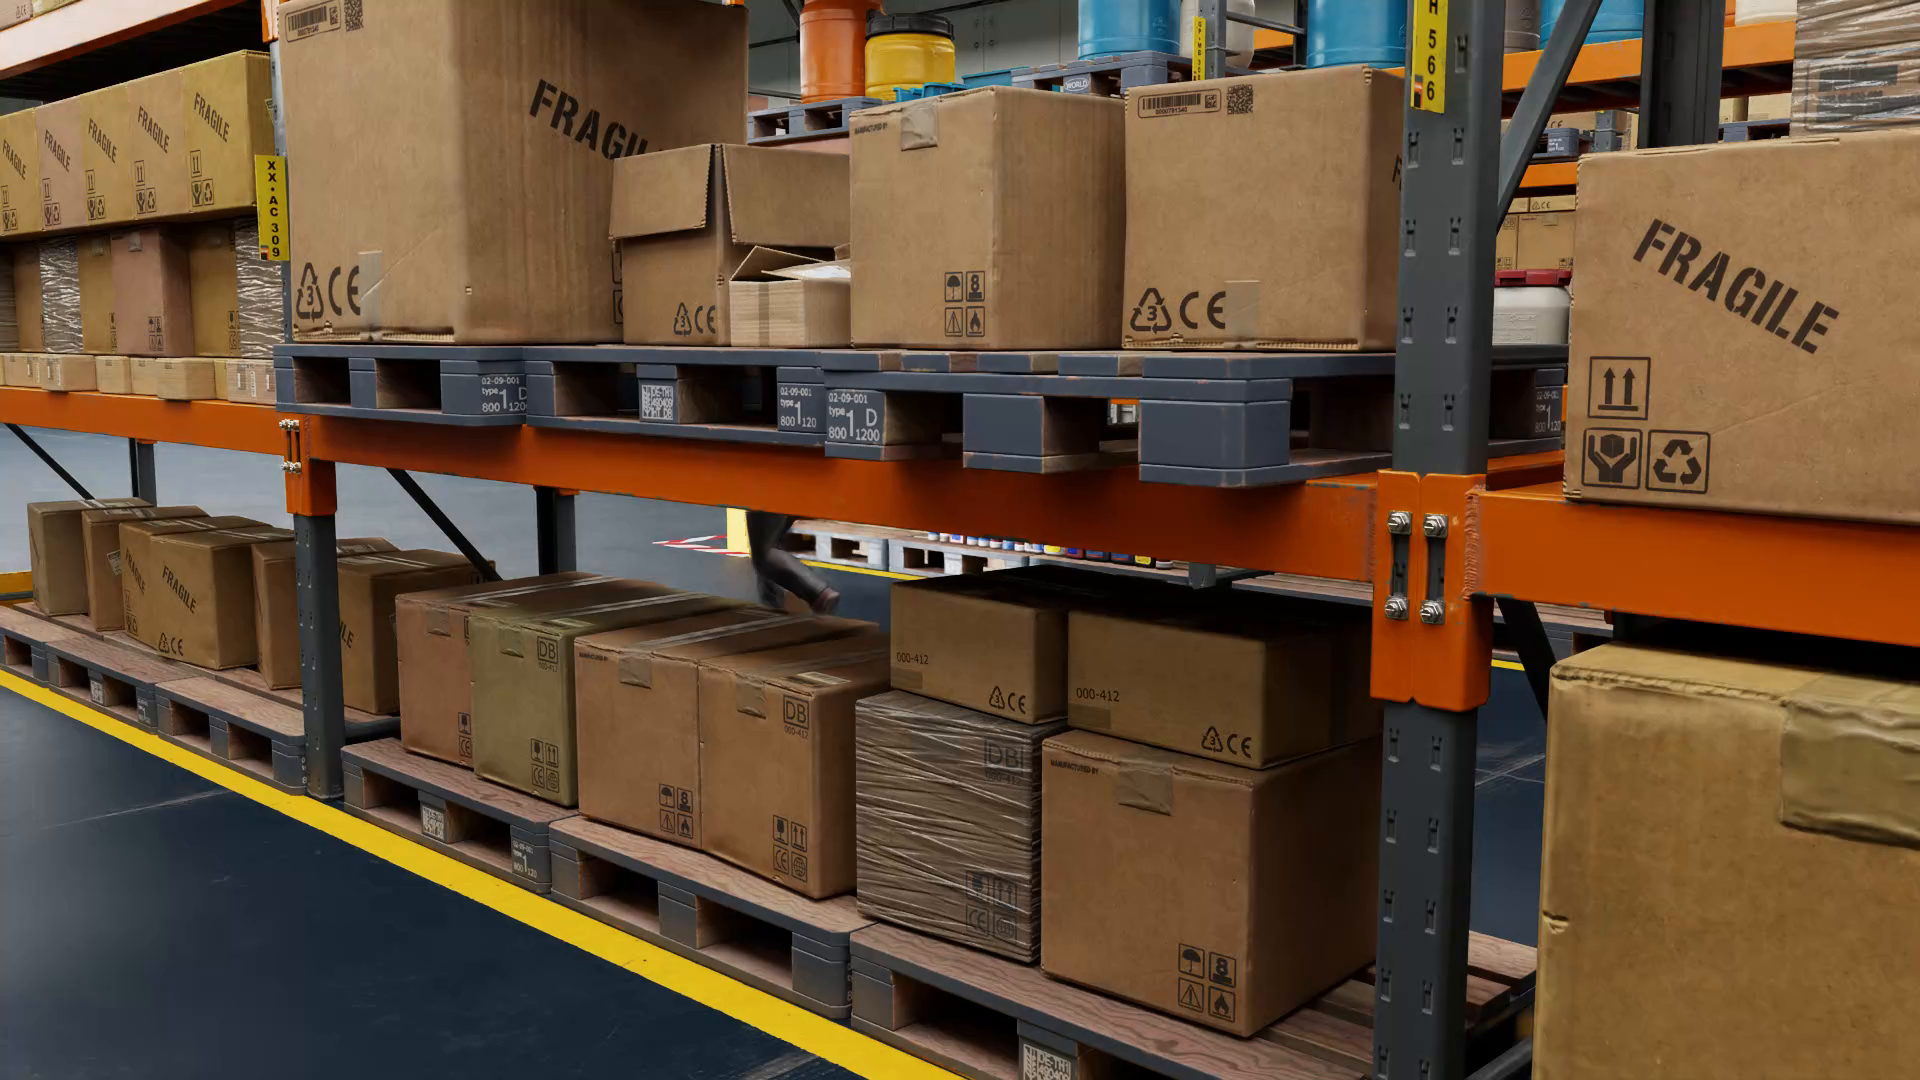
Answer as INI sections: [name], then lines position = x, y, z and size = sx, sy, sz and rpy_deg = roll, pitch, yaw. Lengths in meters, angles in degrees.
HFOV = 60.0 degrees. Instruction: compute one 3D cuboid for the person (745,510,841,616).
[person]
position = -0.855, -0.275, 8.132
size = 0.750, 1.653, 0.605
rpy_deg = 5, 9, 37
